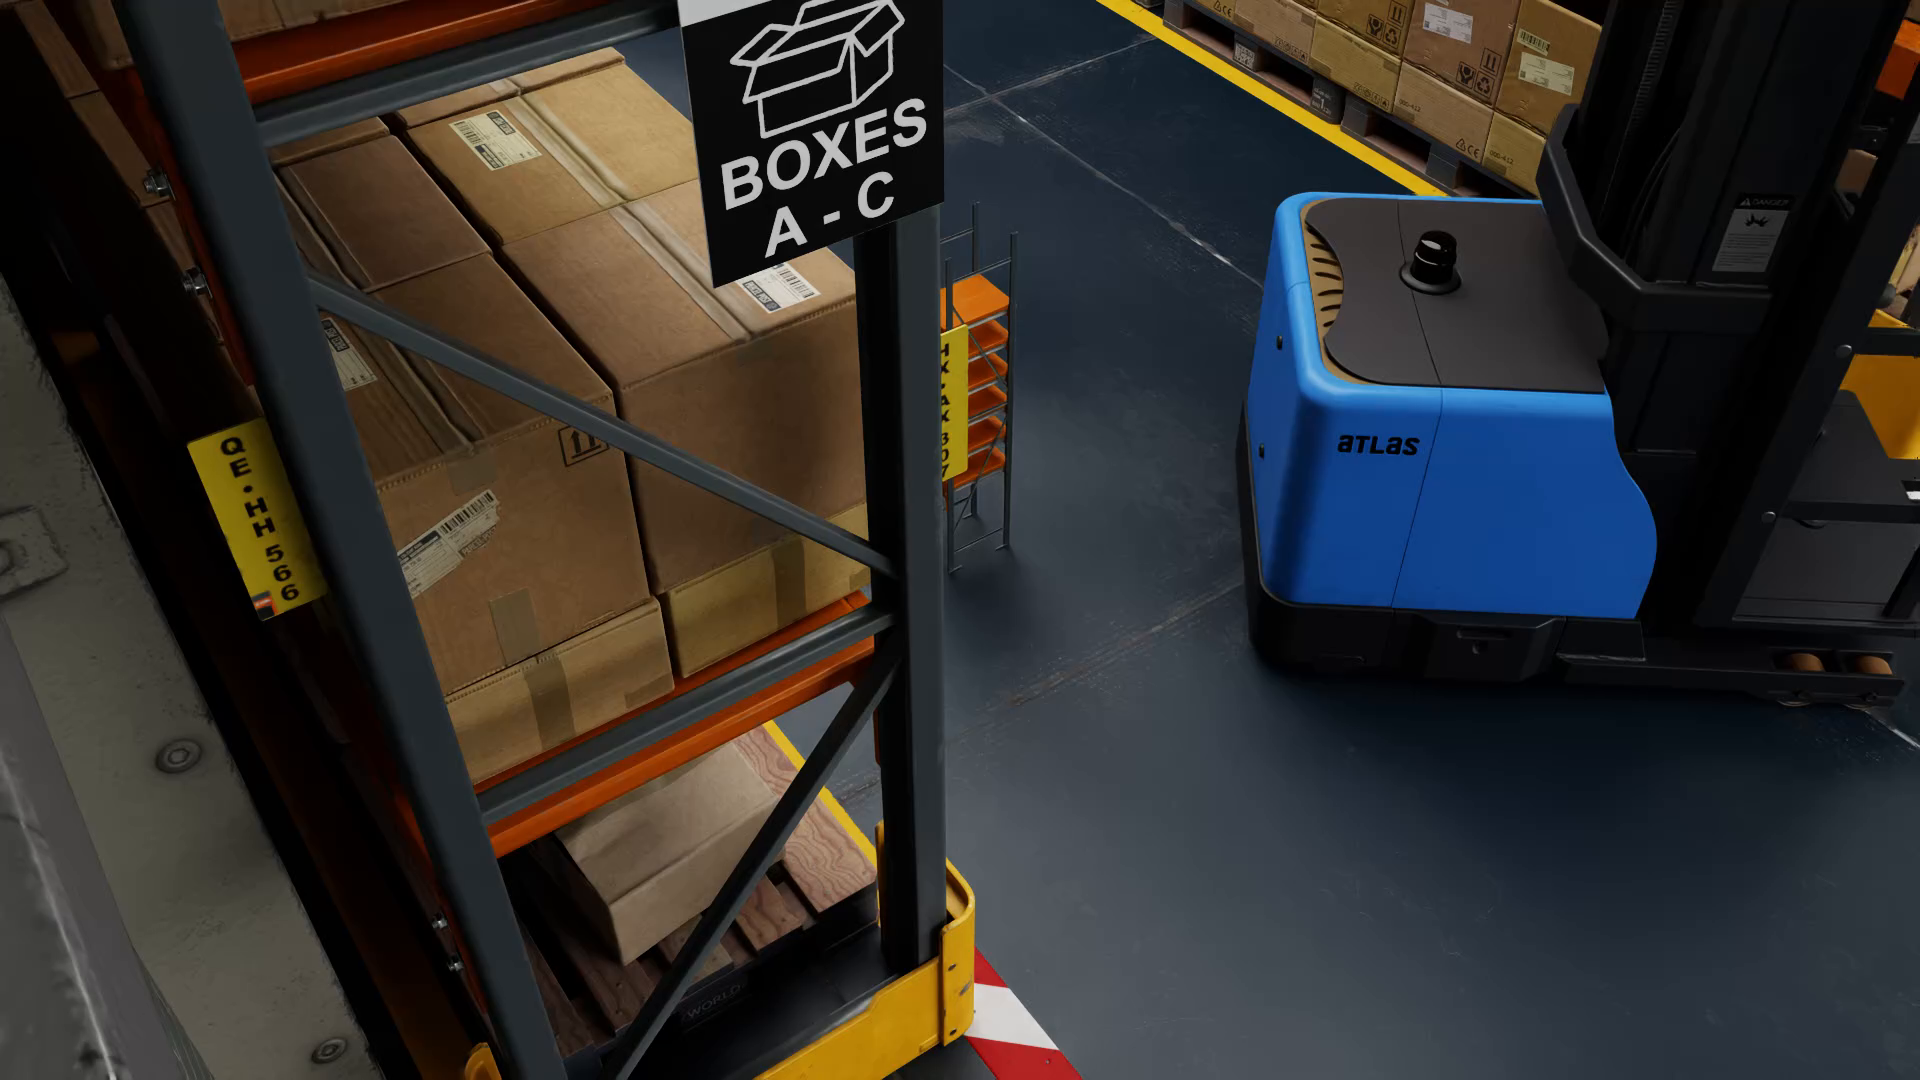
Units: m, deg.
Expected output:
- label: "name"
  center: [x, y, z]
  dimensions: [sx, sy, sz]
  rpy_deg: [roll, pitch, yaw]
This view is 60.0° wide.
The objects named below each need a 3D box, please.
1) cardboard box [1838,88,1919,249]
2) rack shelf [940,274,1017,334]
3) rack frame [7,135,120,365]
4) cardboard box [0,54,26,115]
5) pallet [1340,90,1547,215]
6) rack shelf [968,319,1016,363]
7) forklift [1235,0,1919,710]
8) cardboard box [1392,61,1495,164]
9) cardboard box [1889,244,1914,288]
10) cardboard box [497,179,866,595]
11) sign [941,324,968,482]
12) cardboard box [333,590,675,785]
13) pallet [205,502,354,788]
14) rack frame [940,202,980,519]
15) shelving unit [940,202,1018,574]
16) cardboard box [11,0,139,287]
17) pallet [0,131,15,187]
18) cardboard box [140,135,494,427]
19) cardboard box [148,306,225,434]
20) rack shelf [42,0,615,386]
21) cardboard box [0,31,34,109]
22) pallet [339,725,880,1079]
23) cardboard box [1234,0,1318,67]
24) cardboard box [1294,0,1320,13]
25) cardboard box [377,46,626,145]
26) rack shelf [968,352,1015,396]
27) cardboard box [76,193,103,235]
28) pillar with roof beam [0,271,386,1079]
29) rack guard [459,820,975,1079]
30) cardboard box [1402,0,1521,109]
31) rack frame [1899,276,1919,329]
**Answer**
- label: "cardboard box"
  center: [3.037, -1.272, 5.759]
  dimensions: [0.500, 0.500, 0.500]
  rpy_deg: [-26, 49, -24]
- label: "rack shelf"
  center: [0.008, -0.654, 4.814]
  dimensions: [0.258, 0.103, 0.180]
  rpy_deg: [-26, 49, -24]
- label: "rack frame"
  center: [-2.762, -1.964, 5.340]
  dimensions: [1.000, 3.000, 0.127]
  rpy_deg: [-26, 49, -24]
- label: "cardboard box"
  center: [-2.669, -1.566, 5.017]
  dimensions: [0.500, 0.250, 0.500]
  rpy_deg: [-25, 49, -24]
- label: "pallet"
  center: [2.422, -1.756, 7.141]
  dimensions: [1.003, 0.211, 1.213]
  rpy_deg: [-26, 49, -24]
- label: "rack shelf"
  center: [0.008, -0.567, 4.897]
  dimensions: [0.258, 0.103, 0.180]
  rpy_deg: [-26, 49, -24]
- label: "forklift"
  center: [2.419, -0.940, 4.317]
  dimensions: [3.031, 2.935, 1.130]
  rpy_deg: [3, 44, 3]
- label: "cardboard box"
  center: [2.170, -1.847, 6.904]
  dimensions: [0.500, 0.250, 0.500]
  rpy_deg: [-26, 49, -24]
- label: "cardboard box"
  center: [3.038, -1.002, 6.019]
  dimensions: [0.500, 0.250, 0.500]
  rpy_deg: [-26, 49, -24]
- label: "cardboard box"
  center: [-0.500, -0.312, 3.160]
  dimensions: [0.500, 0.500, 0.500]
  rpy_deg: [-26, 49, -24]
- label: "sign"
  center: [-0.029, -0.226, 2.893]
  dimensions: [0.100, 0.325, 0.005]
  rpy_deg: [-26, 49, -24]
- label: "cardboard box"
  center: [-0.900, 0.160, 3.209]
  dimensions: [0.500, 0.250, 0.500]
  rpy_deg: [-25, 49, -24]
- label: "pallet"
  center: [-1.647, 0.102, 5.195]
  dimensions: [1.003, 0.211, 1.213]
  rpy_deg: [-26, 49, -24]
- label: "rack frame"
  center: [-0.044, -0.478, 5.086]
  dimensions: [0.240, 1.200, 0.006]
  rpy_deg: [-26, 49, -24]
- label: "shelving unit"
  center: [0.008, -0.426, 5.032]
  dimensions: [0.258, 1.200, 0.189]
  rpy_deg: [-26, 49, -24]
- label: "cardboard box"
  center: [-1.785, -0.971, 3.851]
  dimensions: [0.500, 0.500, 0.500]
  rpy_deg: [-25, 49, -24]
- label: "pallet"
  center: [-3.910, -2.087, 7.489]
  dimensions: [1.003, 0.211, 1.213]
  rpy_deg: [-26, 49, -24]
- label: "cardboard box"
  center: [-1.197, -0.395, 3.247]
  dimensions: [0.500, 0.500, 0.500]
  rpy_deg: [-25, 49, -24]
- label: "cardboard box"
  center: [-1.497, -0.413, 3.809]
  dimensions: [0.500, 0.250, 0.500]
  rpy_deg: [-26, 49, -25]
- label: "rack shelf"
  center: [-1.618, -1.656, 3.366]
  dimensions: [1.077, 0.370, 4.000]
  rpy_deg: [-26, 49, -24]
- label: "cardboard box"
  center: [-2.371, -1.545, 4.452]
  dimensions: [0.500, 0.500, 0.500]
  rpy_deg: [-26, 49, -25]
- label: "pallet"
  center: [-0.953, 0.793, 4.471]
  dimensions: [1.003, 0.211, 1.213]
  rpy_deg: [-26, 49, -24]
- label: "cardboard box"
  center: [1.598, -2.413, 7.497]
  dimensions: [0.500, 0.250, 0.500]
  rpy_deg: [-26, 49, -24]
- label: "cardboard box"
  center: [1.600, -2.685, 7.239]
  dimensions: [0.500, 0.500, 0.500]
  rpy_deg: [-26, 49, -24]
- label: "cardboard box"
  center: [-1.065, -0.891, 3.767]
  dimensions: [0.500, 0.500, 0.500]
  rpy_deg: [-27, 50, -26]
- label: "rack shelf"
  center: [0.008, -0.480, 4.980]
  dimensions: [0.258, 0.103, 0.180]
  rpy_deg: [-26, 49, -24]
- label: "cardboard box"
  center: [-2.062, -0.992, 4.415]
  dimensions: [0.500, 0.250, 0.500]
  rpy_deg: [-27, 50, -25]
- label: "pillar with roof beam"
  center: [1.948, -3.624, 2.734]
  dimensions: [9.100, 9.000, 0.400]
  rpy_deg: [-26, 49, -24]
- label: "rack guard"
  center: [-0.517, 1.162, 3.875]
  dimensions: [1.175, 0.500, 0.348]
  rpy_deg: [-26, 49, -24]
- label: "cardboard box"
  center: [2.167, -2.117, 6.644]
  dimensions: [0.500, 0.500, 0.500]
  rpy_deg: [-26, 49, -24]
- label: "rack frame"
  center: [3.587, -1.658, 5.019]
  dimensions: [1.000, 3.000, 0.127]
  rpy_deg: [-26, 49, -24]
